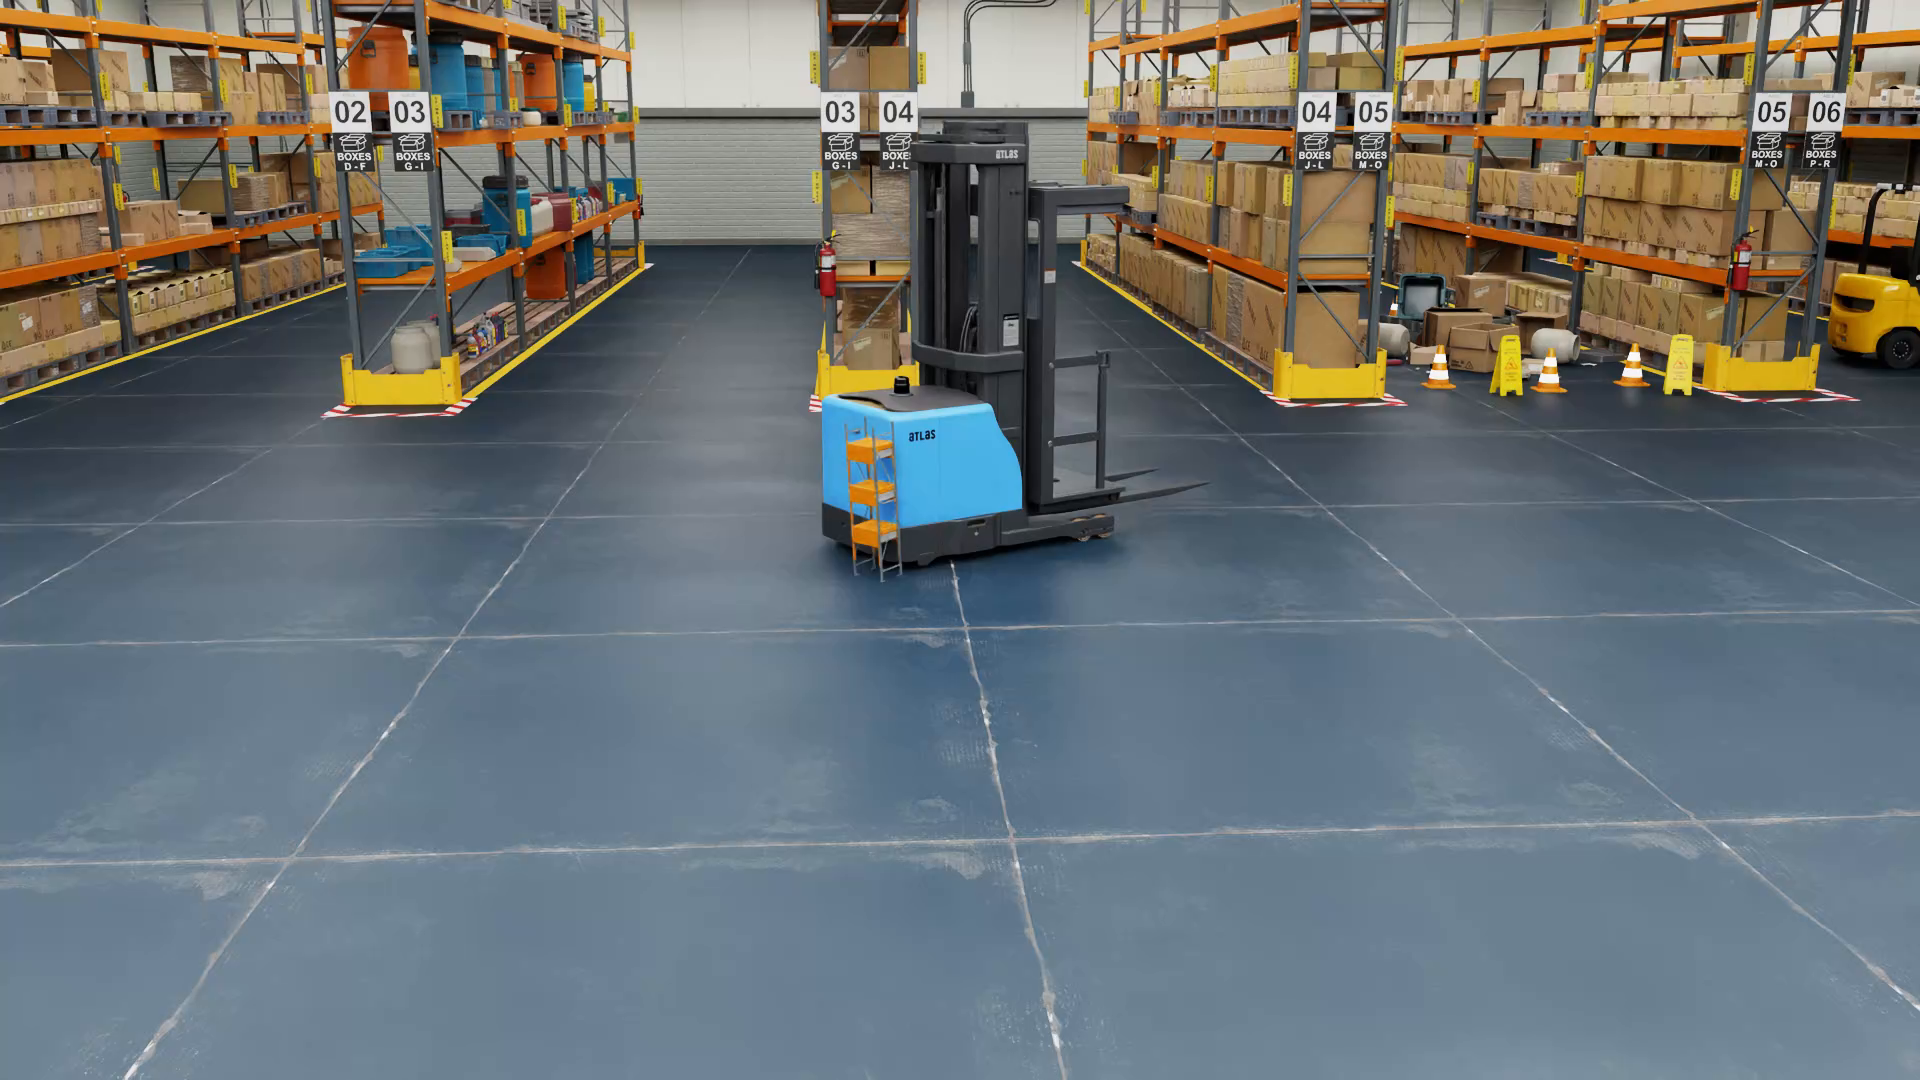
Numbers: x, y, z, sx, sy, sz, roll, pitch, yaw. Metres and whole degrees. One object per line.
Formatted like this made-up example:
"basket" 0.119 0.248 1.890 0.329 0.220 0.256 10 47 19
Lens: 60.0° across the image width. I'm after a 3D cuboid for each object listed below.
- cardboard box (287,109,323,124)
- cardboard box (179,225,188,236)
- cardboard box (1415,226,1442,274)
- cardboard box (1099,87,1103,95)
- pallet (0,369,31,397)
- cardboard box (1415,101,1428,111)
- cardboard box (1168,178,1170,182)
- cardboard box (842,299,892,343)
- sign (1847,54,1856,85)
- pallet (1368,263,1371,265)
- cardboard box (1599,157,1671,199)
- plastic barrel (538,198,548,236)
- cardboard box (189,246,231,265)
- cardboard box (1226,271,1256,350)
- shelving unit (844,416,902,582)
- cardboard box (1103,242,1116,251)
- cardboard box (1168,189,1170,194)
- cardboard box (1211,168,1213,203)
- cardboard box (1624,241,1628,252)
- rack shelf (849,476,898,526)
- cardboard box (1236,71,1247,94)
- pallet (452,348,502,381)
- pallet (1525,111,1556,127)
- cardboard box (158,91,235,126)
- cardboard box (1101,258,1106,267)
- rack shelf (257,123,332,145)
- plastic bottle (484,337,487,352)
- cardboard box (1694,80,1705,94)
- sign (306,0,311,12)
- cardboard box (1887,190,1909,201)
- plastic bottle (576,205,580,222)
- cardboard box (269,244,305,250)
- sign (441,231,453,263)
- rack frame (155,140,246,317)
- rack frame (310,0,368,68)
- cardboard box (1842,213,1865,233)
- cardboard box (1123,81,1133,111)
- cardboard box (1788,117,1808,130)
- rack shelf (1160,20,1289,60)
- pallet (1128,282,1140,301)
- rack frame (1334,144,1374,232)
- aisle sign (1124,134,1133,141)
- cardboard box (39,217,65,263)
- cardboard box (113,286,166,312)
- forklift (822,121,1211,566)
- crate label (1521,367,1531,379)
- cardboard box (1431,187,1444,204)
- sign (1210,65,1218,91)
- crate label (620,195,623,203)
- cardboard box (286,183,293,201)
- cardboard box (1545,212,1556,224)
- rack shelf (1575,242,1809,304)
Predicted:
"cardboard box" -11.353 -7.320 28.738 0.500 0.250 0.500 -1 14 -3
"cardboard box" -11.187 -4.383 23.544 0.380 0.149 0.250 0 14 1
"cardboard box" 8.390 -4.917 28.539 0.875 0.875 0.875 0 14 -2
"cardboard box" 2.818 -8.422 31.219 0.380 0.149 0.250 0 14 -2
"pallet" -10.916 -1.670 18.093 1.003 0.211 1.213 -1 14 -3
"cardboard box" 7.938 -7.343 28.153 0.380 0.166 0.250 -2 15 -7
"cardboard box" 3.604 -5.839 27.166 0.380 0.149 0.250 0 14 -2
"cardboard box" -1.159 -2.728 20.783 0.500 0.500 0.500 4 15 14
"sign" 9.493 -5.020 17.745 0.100 0.325 0.005 -1 14 -3
"pallet" 8.161 -5.264 32.063 1.003 0.211 1.213 -1 14 -3
"cardboard box" 8.525 -4.567 20.954 0.700 0.500 0.500 -1 14 -3
"plastic barrel" -6.075 -4.593 23.633 0.421 0.512 0.421 0 14 0
"cardboard box" -11.622 -4.429 25.849 0.500 0.250 0.500 0 14 -1
"cardboard box" 3.799 -2.822 20.396 0.875 0.875 0.875 -1 14 -3
"shelving unit" -0.567 -0.267 10.933 0.252 1.050 0.215 12 22 39
"cardboard box" 2.867 -5.470 30.953 0.380 0.149 0.250 -2 15 -6
"cardboard box" 3.611 -5.693 27.199 0.380 0.149 0.250 -1 14 -4
"cardboard box" 3.733 -4.685 22.009 0.700 0.500 0.500 -1 14 -4
"cardboard box" 8.546 -3.670 20.776 0.380 0.149 0.250 -1 14 -4
"rack shelf" -0.567 -0.257 10.936 0.240 0.259 0.215 12 22 39
"cardboard box" 3.585 -5.428 19.745 0.500 0.250 0.500 -1 14 -4
"pallet" -6.052 -2.079 19.683 1.003 0.211 1.213 -1 14 -3
"pallet" 8.705 -5.906 23.316 1.213 0.211 1.003 -1 14 -3
"cardboard box" -11.383 -6.430 24.775 0.910 0.500 0.500 -1 14 -3
"cardboard box" 2.846 -5.191 31.061 0.380 0.149 0.250 -1 14 -4
"rack shelf" -11.694 -7.417 30.257 1.077 0.370 4.000 -1 14 -3
"plastic bottle" -5.717 -2.355 19.892 0.097 0.201 0.097 0 14 0
"cardboard box" 8.652 -5.185 19.044 0.380 0.149 0.250 -1 14 -3
"sign" -12.359 -10.198 31.569 0.100 0.325 0.005 -1 14 -3
"cardboard box" 13.270 -4.841 23.320 0.380 0.149 0.250 -1 14 -5
"plastic bottle" -6.119 -5.205 26.496 0.097 0.271 0.097 0 14 0
"cardboard box" -11.888 -4.955 29.399 0.500 0.500 0.500 -1 14 -3
"sign" -5.333 -3.048 17.297 0.100 0.325 0.005 -1 14 -3
"rack frame" -11.322 -4.821 24.742 1.000 3.000 0.127 -1 14 -3
"rack frame" -11.818 -9.715 31.727 1.000 3.000 0.127 -1 14 -3
"cardboard box" 13.289 -4.634 24.319 0.500 0.250 0.500 0 14 -2
"cardboard box" 3.188 -7.627 28.588 0.700 0.500 0.500 -1 14 -3
"cardboard box" 9.255 -4.554 18.192 0.380 0.149 0.250 -1 14 -3
"rack shelf" 3.646 -6.890 22.991 1.077 0.370 4.000 -1 14 -3
"pallet" 3.403 -4.171 27.812 1.003 0.211 1.213 -1 14 -3
"rack frame" 7.961 -7.115 33.660 1.000 3.000 0.127 -1 14 -3
"aisle sign" 3.321 -8.295 33.030 0.394 0.787 0.004 -1 14 -3
"cardboard box" -10.974 -3.508 19.440 0.700 0.500 0.500 -1 14 -3
"cardboard box" -10.877 -3.200 21.995 0.500 0.311 0.500 -1 14 -4
"forklift" 0.516 -1.508 12.007 3.031 2.935 1.130 -10 17 -33
"crate label" 6.440 -1.929 19.251 0.250 0.136 0.298 -9 17 -32
"cardboard box" 8.085 -5.666 27.326 0.500 0.250 0.500 -1 14 -5
"sign" 3.229 -5.874 21.147 0.100 0.325 0.005 -1 14 -3
"crate label" -6.597 -6.446 31.468 0.396 0.136 0.243 -1 14 -3
"cardboard box" -11.857 -5.984 29.064 0.500 0.500 0.500 -1 14 -3
"cardboard box" 8.346 -4.466 23.024 0.380 0.149 0.250 -1 14 -4
"rack shelf" 8.828 -3.285 20.217 1.077 0.370 4.000 -1 14 -3
